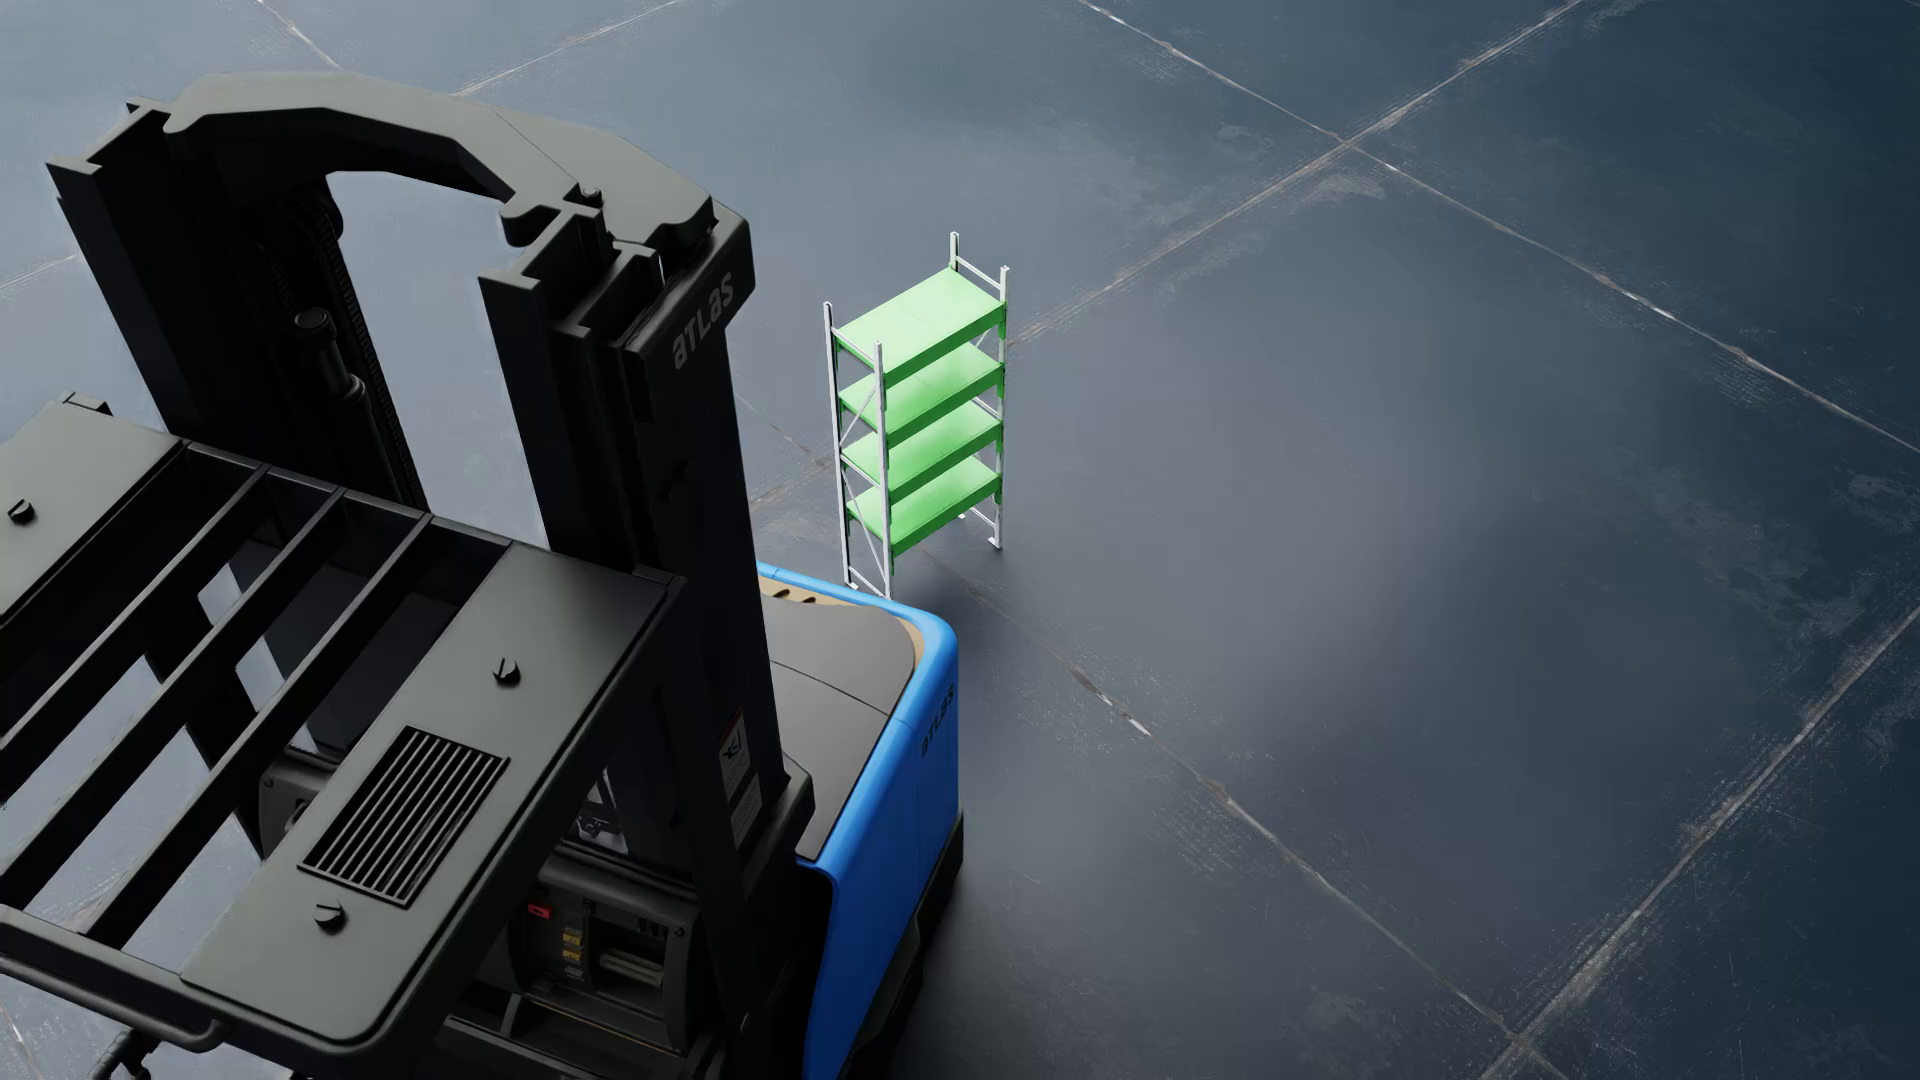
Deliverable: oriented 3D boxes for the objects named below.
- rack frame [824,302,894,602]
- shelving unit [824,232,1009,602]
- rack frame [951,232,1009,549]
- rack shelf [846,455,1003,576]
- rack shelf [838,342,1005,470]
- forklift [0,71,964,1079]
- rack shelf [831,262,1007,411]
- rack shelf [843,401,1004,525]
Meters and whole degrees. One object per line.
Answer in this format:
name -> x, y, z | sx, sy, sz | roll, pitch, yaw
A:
rack frame -> -0.303, -0.204, 5.122 | 0.015, 1.200, 0.240 | -34, 56, -27
shelving unit -> -0.122, -0.325, 5.234 | 0.503, 1.200, 0.258 | -34, 56, -27
rack frame -> 0.058, -0.446, 5.345 | 0.015, 1.200, 0.240 | -34, 56, -27
rack shelf -> -0.122, -0.119, 5.457 | 0.480, 0.148, 0.258 | -34, 56, -27
rack shelf -> -0.122, -0.444, 5.104 | 0.480, 0.148, 0.258 | -34, 56, -27
forklift -> -0.995, 0.816, 3.003 | 1.130, 2.935, 3.031 | 16, 49, 14
rack shelf -> -0.122, -0.607, 4.928 | 0.480, 0.148, 0.258 | -34, 56, -27
rack shelf -> -0.122, -0.282, 5.280 | 0.480, 0.148, 0.258 | -34, 56, -27
